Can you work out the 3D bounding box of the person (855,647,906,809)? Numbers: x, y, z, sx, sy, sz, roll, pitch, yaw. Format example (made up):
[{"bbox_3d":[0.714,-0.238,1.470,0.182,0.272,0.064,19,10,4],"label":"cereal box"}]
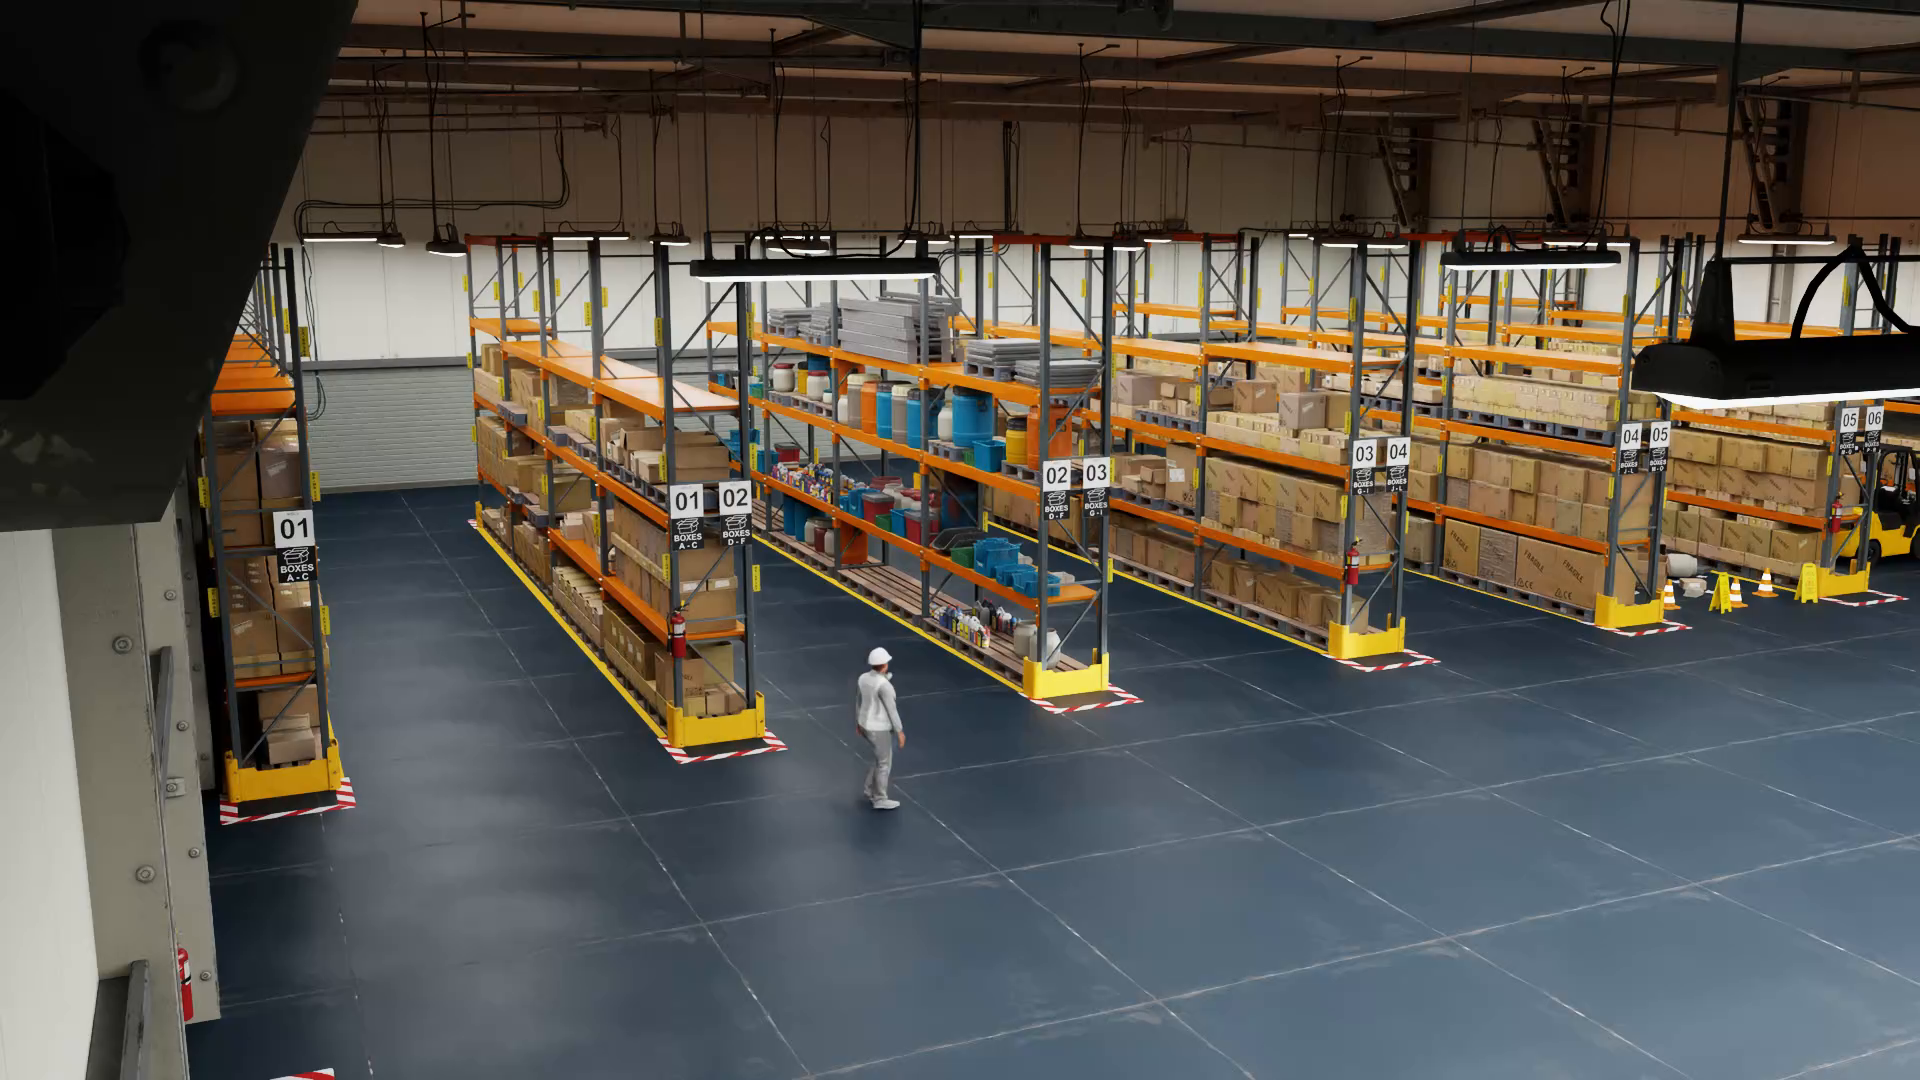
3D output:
[{"bbox_3d":[-0.861,2.043,18.024,0.416,1.790,0.590,-5,12,-24],"label":"person"}]

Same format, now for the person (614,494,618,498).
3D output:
[{"bbox_3d":[-7.198,-1.359,35.452,0.580,1.794,0.566,4,12,18],"label":"person"}]

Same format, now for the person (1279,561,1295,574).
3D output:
[{"bbox_3d":[5.711,-0.096,29.118,0.449,1.732,0.590,-2,11,-11],"label":"person"}]
